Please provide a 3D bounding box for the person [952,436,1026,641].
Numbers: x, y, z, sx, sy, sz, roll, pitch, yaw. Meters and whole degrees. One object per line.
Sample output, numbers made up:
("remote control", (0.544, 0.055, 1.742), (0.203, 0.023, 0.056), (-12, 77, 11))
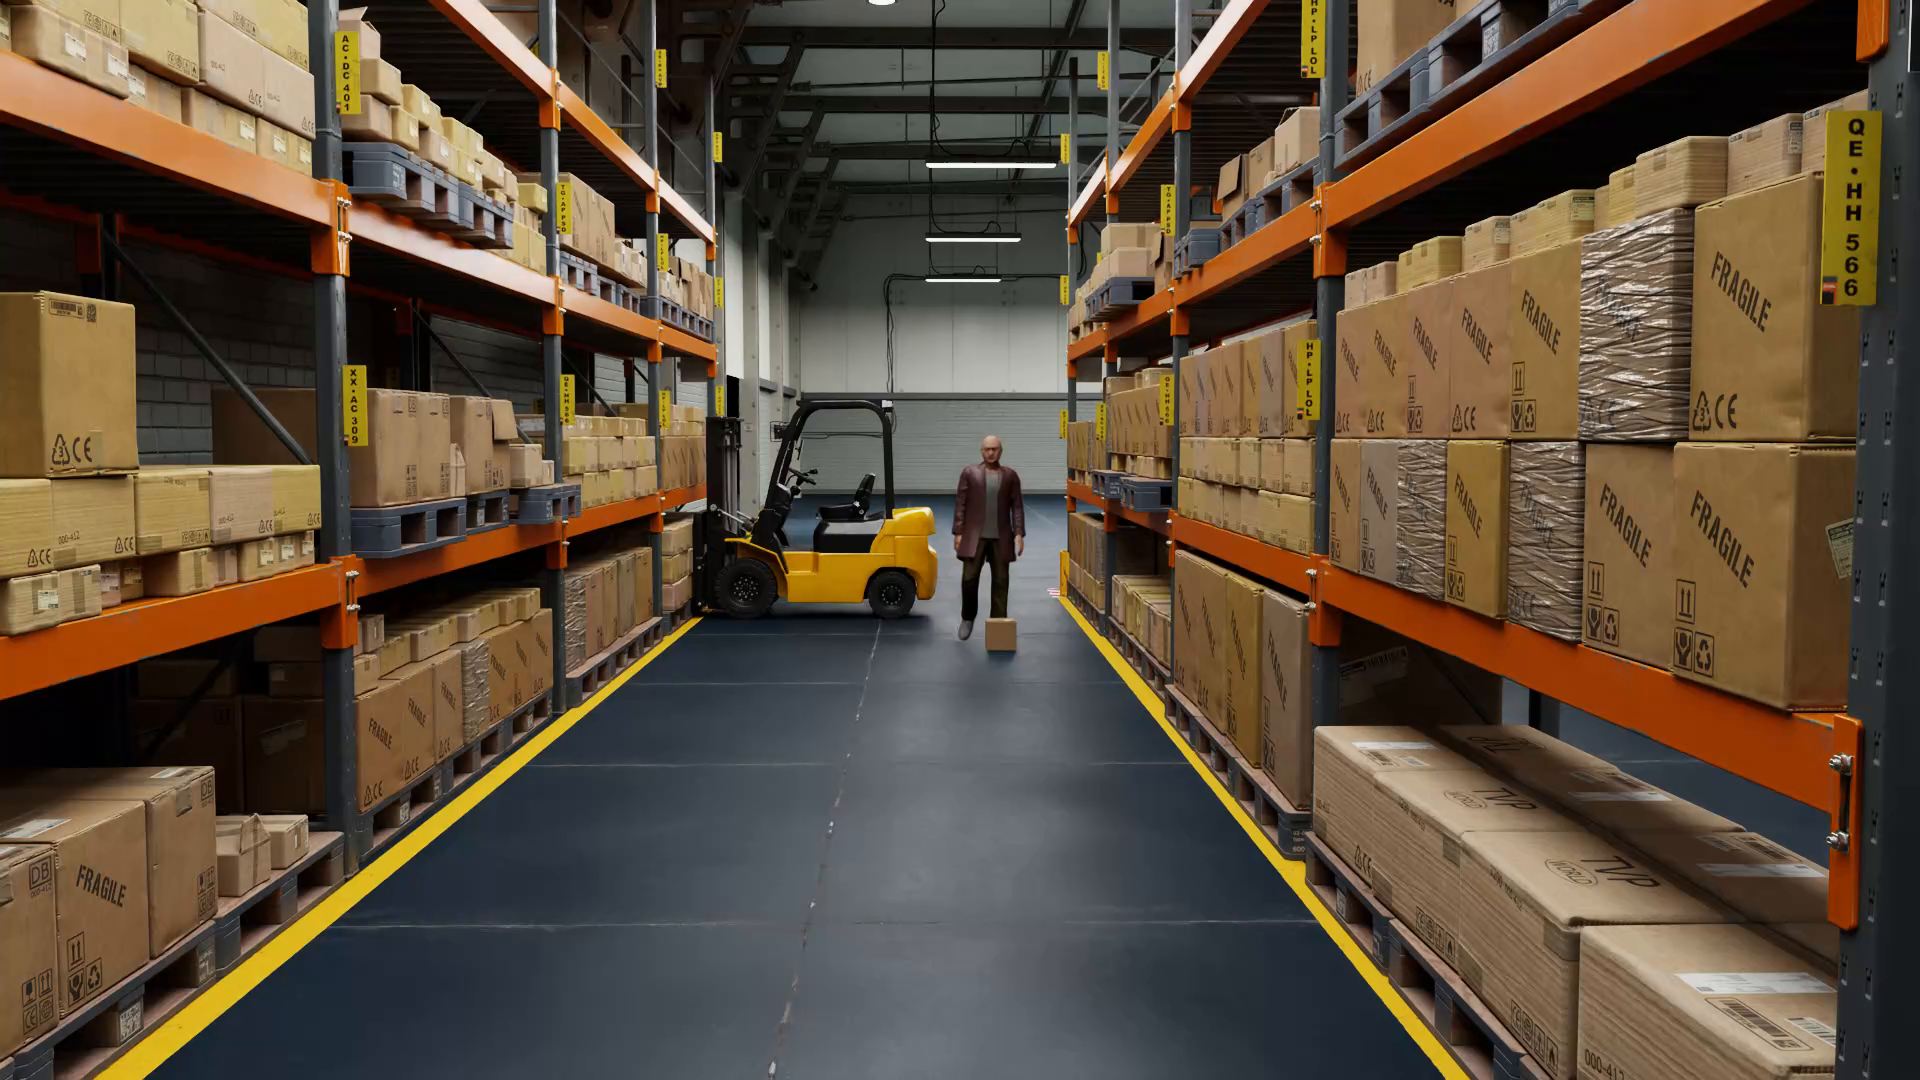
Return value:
("person", (0.253, -0.012, 14.545), (0.640, 1.798, 0.571), (-1, 4, -10))
